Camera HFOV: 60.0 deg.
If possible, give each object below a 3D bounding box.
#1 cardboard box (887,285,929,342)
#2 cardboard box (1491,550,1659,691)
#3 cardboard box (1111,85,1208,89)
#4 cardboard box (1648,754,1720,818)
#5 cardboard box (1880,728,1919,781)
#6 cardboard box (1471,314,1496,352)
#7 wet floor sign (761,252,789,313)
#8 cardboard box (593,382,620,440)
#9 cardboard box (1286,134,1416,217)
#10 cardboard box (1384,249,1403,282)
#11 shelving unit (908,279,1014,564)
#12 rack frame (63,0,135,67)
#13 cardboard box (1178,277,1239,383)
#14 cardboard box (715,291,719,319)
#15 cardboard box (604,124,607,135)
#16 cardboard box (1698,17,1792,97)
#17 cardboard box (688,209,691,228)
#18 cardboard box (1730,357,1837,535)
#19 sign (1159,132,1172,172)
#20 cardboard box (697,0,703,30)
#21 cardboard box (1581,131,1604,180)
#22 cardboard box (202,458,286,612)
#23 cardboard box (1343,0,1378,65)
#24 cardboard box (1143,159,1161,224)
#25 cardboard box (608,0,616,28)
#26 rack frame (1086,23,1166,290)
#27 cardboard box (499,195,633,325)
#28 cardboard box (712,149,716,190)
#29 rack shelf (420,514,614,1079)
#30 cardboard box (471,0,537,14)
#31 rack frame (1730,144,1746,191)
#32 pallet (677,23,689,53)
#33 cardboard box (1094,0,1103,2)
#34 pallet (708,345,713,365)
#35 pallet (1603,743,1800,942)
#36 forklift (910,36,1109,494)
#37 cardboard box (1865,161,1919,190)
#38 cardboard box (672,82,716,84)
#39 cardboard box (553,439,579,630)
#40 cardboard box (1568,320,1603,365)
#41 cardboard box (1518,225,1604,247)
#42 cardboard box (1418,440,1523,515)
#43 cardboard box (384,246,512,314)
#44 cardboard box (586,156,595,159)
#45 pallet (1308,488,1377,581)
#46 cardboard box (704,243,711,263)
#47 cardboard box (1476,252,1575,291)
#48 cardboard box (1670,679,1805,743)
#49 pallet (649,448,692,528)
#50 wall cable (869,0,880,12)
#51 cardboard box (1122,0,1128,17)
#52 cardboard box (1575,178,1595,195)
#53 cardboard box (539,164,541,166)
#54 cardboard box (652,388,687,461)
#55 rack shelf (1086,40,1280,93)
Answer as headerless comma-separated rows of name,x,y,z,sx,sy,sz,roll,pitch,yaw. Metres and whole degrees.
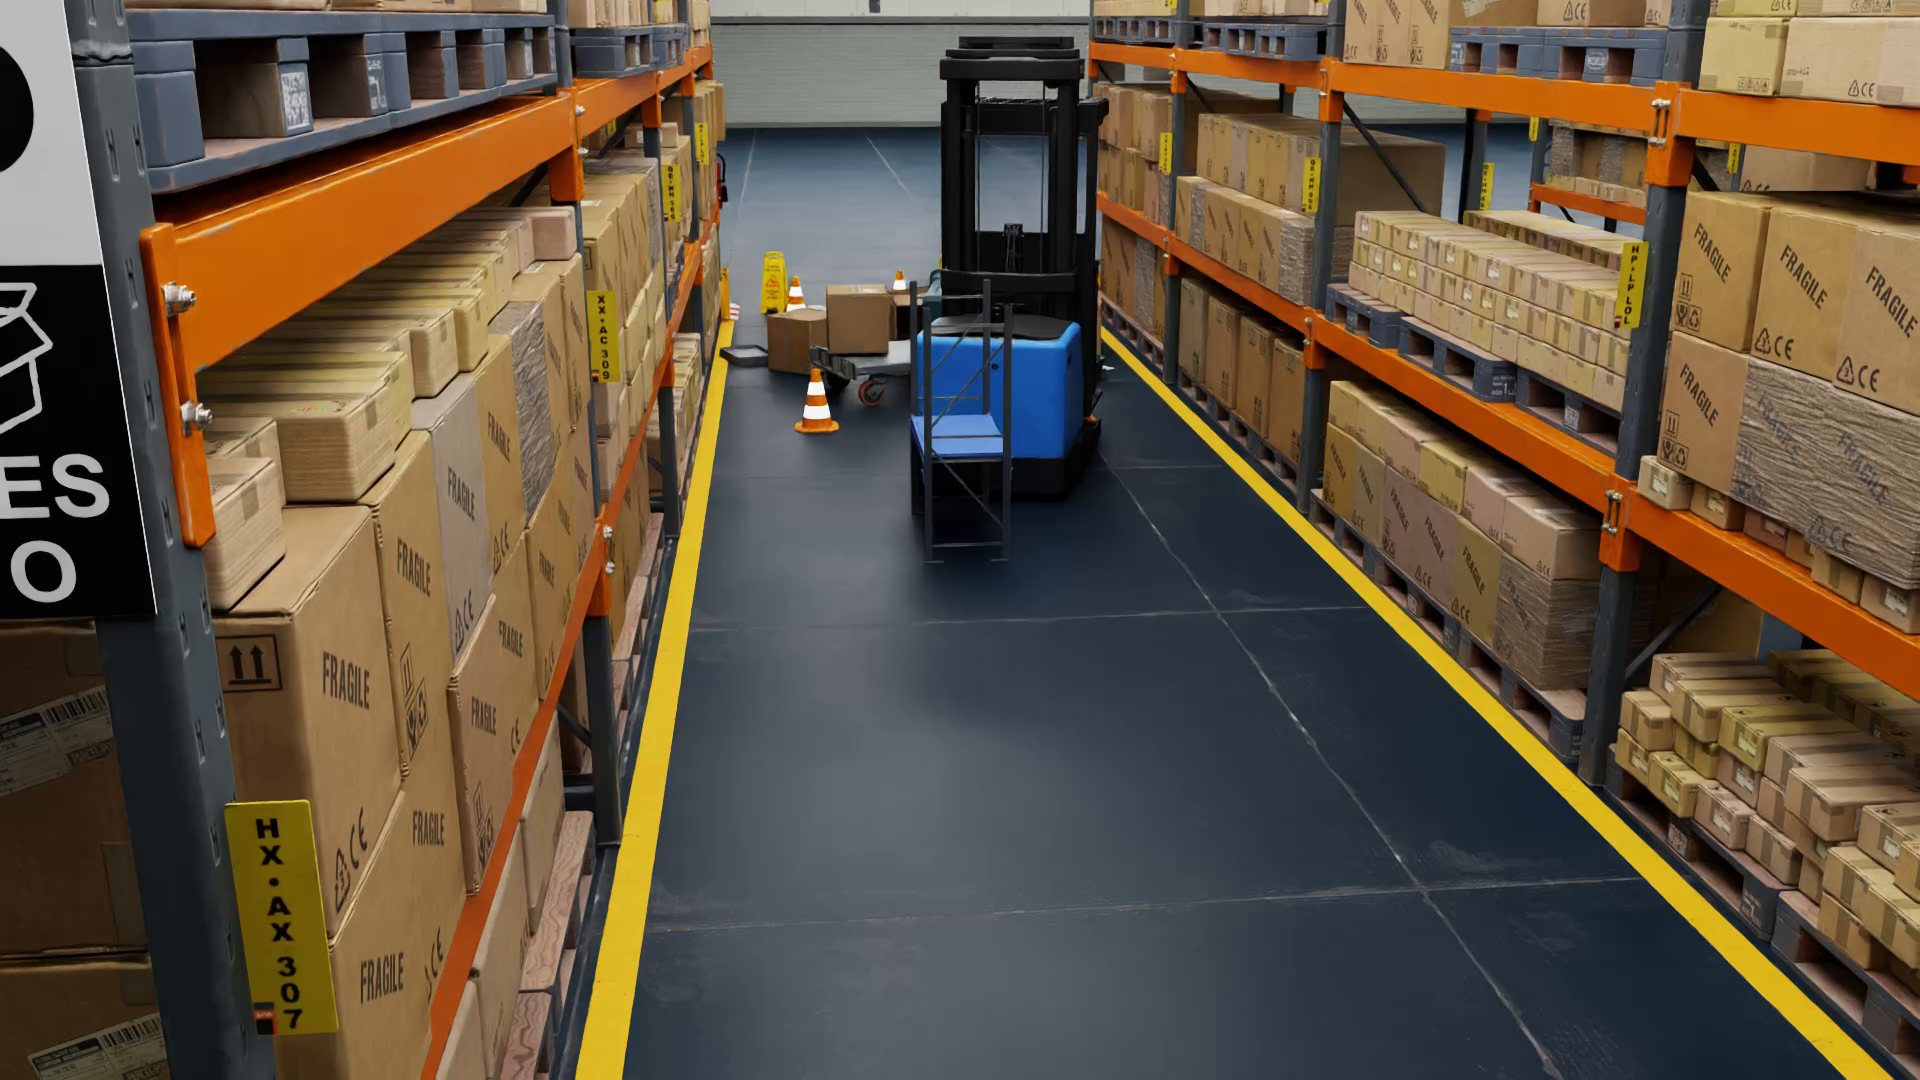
cardboard box,-0.350,-2.189,16.310,0.637,0.503,0.797,16,24,42
cardboard box,2.775,0.346,7.538,0.500,0.500,0.500,-2,18,-7
cardboard box,2.012,-4.322,16.884,0.875,0.550,0.550,-2,18,-6
cardboard box,2.847,0.924,6.284,0.380,0.149,0.250,-1,17,-4
cardboard box,3.445,0.769,5.784,0.380,0.149,0.250,-1,17,-4
cardboard box,2.726,-1.014,8.117,0.380,0.149,0.250,-1,17,-3
wet floor sign,-2.005,-2.792,17.992,0.267,0.644,0.232,4,18,13
cardboard box,-1.576,-0.557,6.359,0.500,0.250,0.500,-2,18,-7
cardboard box,2.599,-2.434,11.087,0.700,0.500,0.500,-2,18,-6
cardboard box,2.600,-1.537,9.287,0.380,0.149,0.250,-2,18,-7
shelving unit,-0.009,-0.741,10.033,0.538,1.500,1.048,-2,18,-6
rack frame,-1.399,-1.921,1.272,1.000,3.000,0.127,-2,18,-6
cardboard box,2.430,-1.762,13.835,1.050,0.750,0.750,-2,18,-6
cardboard box,-2.653,-2.327,16.470,0.500,0.250,0.500,-2,18,-5
cardboard box,-2.940,-3.182,12.857,0.380,0.149,0.250,-2,18,-6
cardboard box,2.887,-1.647,5.657,0.500,0.250,0.500,-1,17,-3
cardboard box,-2.237,-2.415,12.579,0.380,0.149,0.250,-2,18,-7
cardboard box,2.960,-0.320,5.526,0.500,0.500,0.500,-2,18,-6
sign,1.725,-3.250,13.943,0.100,0.325,0.005,-2,18,-6
cardboard box,-2.511,-4.578,14.496,0.500,0.250,0.500,-2,18,-5
cardboard box,7.008,-4.011,17.282,0.875,0.500,0.500,-2,18,-6
cardboard box,-1.160,-0.007,2.272,0.380,0.149,0.250,-1,17,-4
cardboard box,2.483,-2.925,9.313,0.500,0.500,0.500,-2,18,-6
cardboard box,2.147,-3.161,14.987,0.875,0.550,0.550,-2,18,-6
cardboard box,-1.594,-2.158,6.724,0.380,0.166,0.250,-3,18,-9
rack frame,1.864,-4.008,17.937,1.000,3.000,0.127,-2,18,-6
cardboard box,-1.700,-1.215,7.204,0.500,0.500,0.500,-2,18,-7
cardboard box,-2.672,-3.712,16.331,0.500,0.500,0.500,-2,18,-6
rack shelf,-1.605,0.689,4.176,1.077,0.370,4.000,-2,18,-6
cardboard box,-1.400,-1.550,4.651,0.380,0.149,0.250,-1,17,-4
rack frame,7.220,-2.940,14.533,1.000,3.000,0.127,-2,18,-6
pallet,-2.679,-3.788,12.541,1.213,0.211,1.003,-2,18,-6
cardboard box,1.658,-5.606,16.905,0.500,0.250,0.500,-2,18,-6
pallet,-2.870,-1.867,15.770,1.003,0.211,1.213,-2,18,-6
pallet,3.206,1.096,6.333,1.003,0.211,1.213,-2,18,-6
forklift,0.459,-2.098,11.967,1.130,2.935,3.031,3,18,11
cardboard box,7.491,-2.676,12.819,0.797,0.503,0.637,0,17,0
cardboard box,-2.735,-4.196,16.200,0.700,0.500,0.500,-2,18,-5
cardboard box,-1.451,-0.014,5.048,0.500,0.500,0.500,-2,18,-7
cardboard box,2.836,-0.847,7.087,0.380,0.149,0.250,-2,18,-5
cardboard box,3.278,-1.625,9.071,0.380,0.149,0.250,-1,17,-4
cardboard box,2.665,-0.323,8.420,0.500,0.250,0.500,-3,18,-8
cardboard box,-1.422,-0.698,4.472,0.380,0.149,0.250,-2,18,-6
cardboard box,-2.665,-2.263,11.012,0.500,0.500,0.500,-3,18,-9
pallet,2.768,-0.062,10.021,1.003,0.211,1.213,-2,18,-6
cardboard box,-2.437,-2.566,14.896,0.380,0.149,0.250,-1,17,-4
cardboard box,2.732,-1.299,8.033,0.380,0.149,0.250,-3,18,-8
cardboard box,2.901,0.636,6.210,0.380,0.149,0.250,-1,17,-3
pallet,-2.303,-0.344,10.922,1.003,0.211,1.213,-2,18,-6
wall cable,-1.449,-18.066,47.020,2.305,6.003,0.169,-2,18,-6
cardboard box,1.738,-5.004,15.651,0.380,0.149,0.250,-2,18,-5
cardboard box,6.664,-3.696,17.360,0.380,0.149,0.250,-2,18,-6
cardboard box,-2.416,-1.812,9.105,0.500,0.500,0.500,-2,18,-7
cardboard box,-2.357,-0.777,11.329,0.950,0.372,0.625,-2,18,-7
rack shelf,2.070,-4.500,15.698,1.077,0.370,4.000,-2,18,-6
